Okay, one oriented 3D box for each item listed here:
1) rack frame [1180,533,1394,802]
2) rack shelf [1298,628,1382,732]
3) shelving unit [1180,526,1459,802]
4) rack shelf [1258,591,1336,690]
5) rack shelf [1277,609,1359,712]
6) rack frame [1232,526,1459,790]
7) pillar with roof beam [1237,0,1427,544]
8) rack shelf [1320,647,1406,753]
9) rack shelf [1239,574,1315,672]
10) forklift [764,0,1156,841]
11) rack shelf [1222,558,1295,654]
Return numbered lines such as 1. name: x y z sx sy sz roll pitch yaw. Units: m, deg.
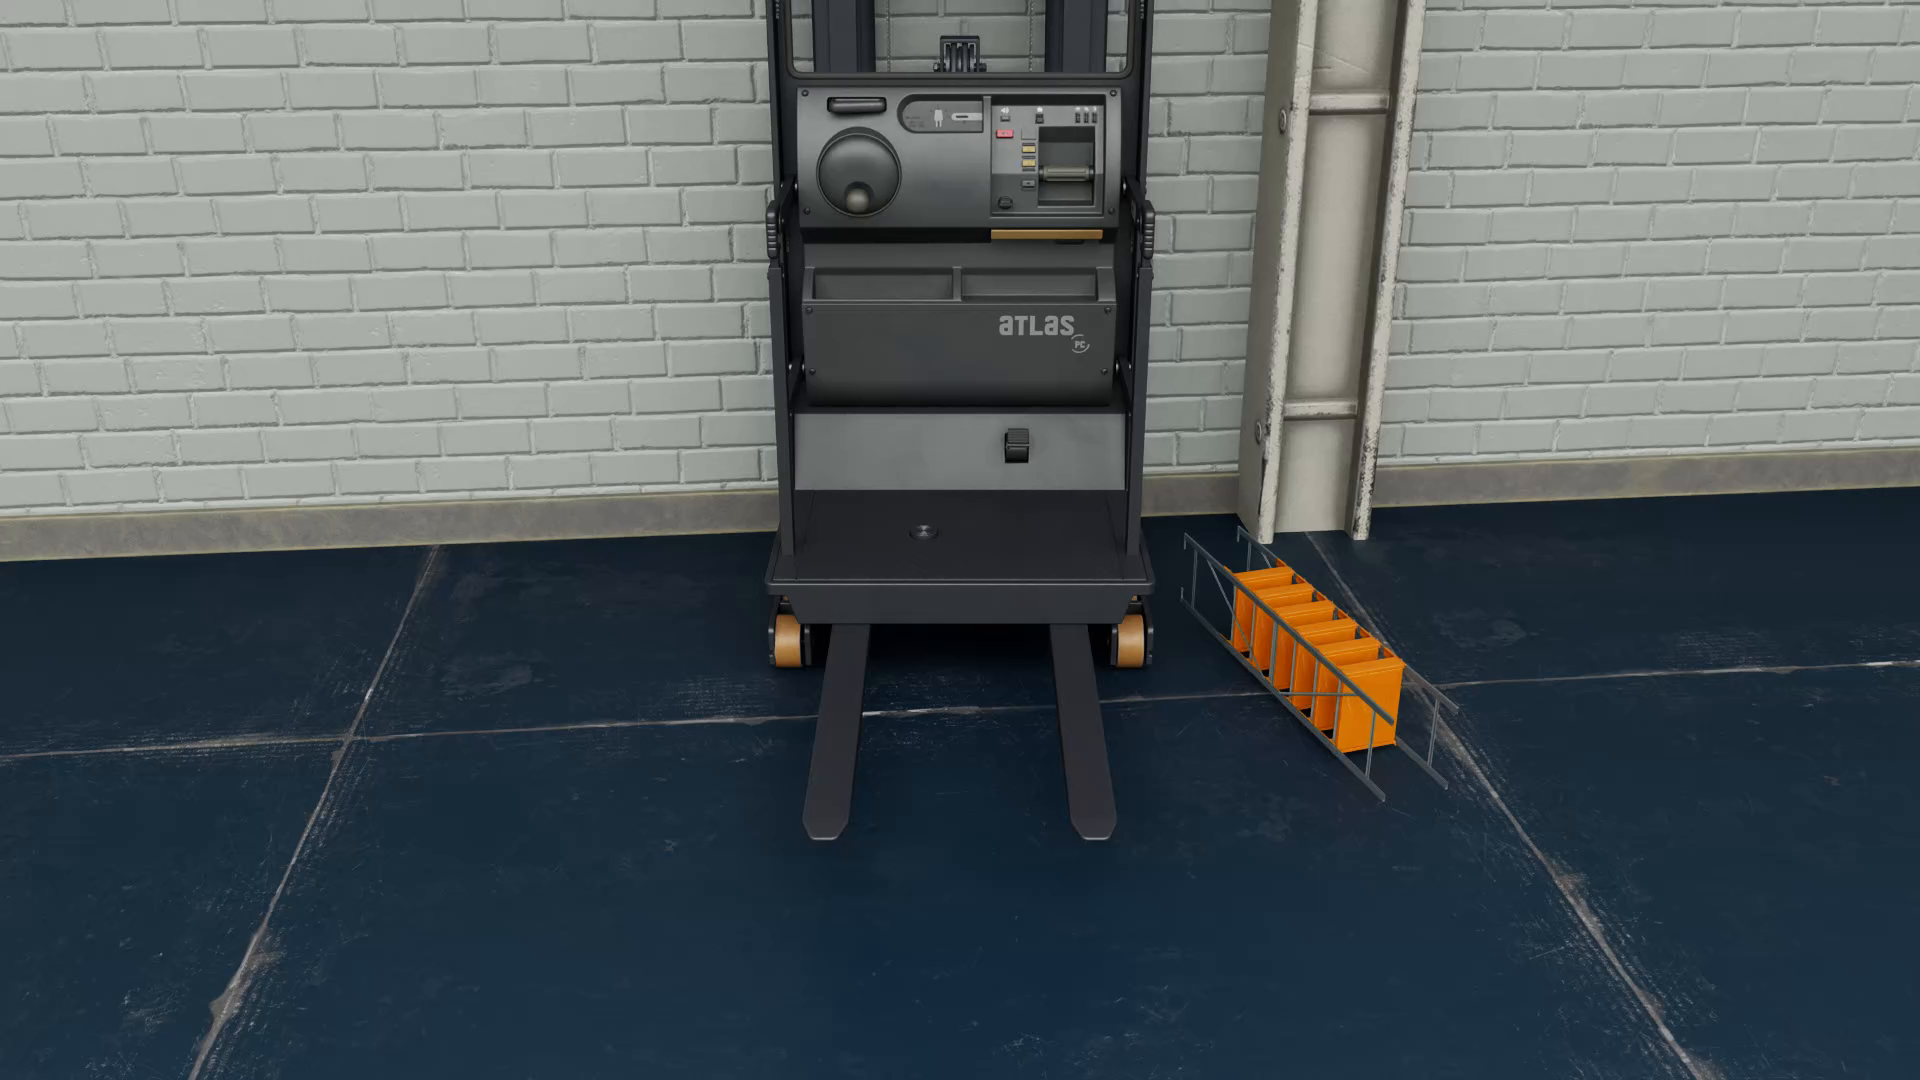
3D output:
1. rack frame: 0.882 0.319 4.669 0.006 0.240 1.200 -8 25 -17
2. rack shelf: 1.030 0.383 4.525 0.180 0.258 0.103 -8 25 -17
3. shelving unit: 0.969 0.308 4.695 0.189 0.258 1.200 -8 25 -17
4. rack shelf: 0.955 0.291 4.734 0.180 0.258 0.103 -8 25 -17
5. rack shelf: 0.992 0.337 4.630 0.180 0.258 0.103 -8 25 -17
6. rack frame: 1.056 0.296 4.721 0.006 0.240 1.200 -8 25 -17
7. pillar with roof beam: 1.626 -2.429 0.135 0.400 9.000 9.100 -2 24 -5
8. rack shelf: 1.067 0.430 4.421 0.180 0.258 0.103 -8 25 -17
9. rack shelf: 0.918 0.244 4.838 0.180 0.258 0.103 -8 25 -17
10. forklift: 0.000 -1.085 4.582 1.130 2.935 3.031 0 24 0
11. rack shelf: 0.880 0.198 4.942 0.180 0.258 0.103 -8 25 -17
